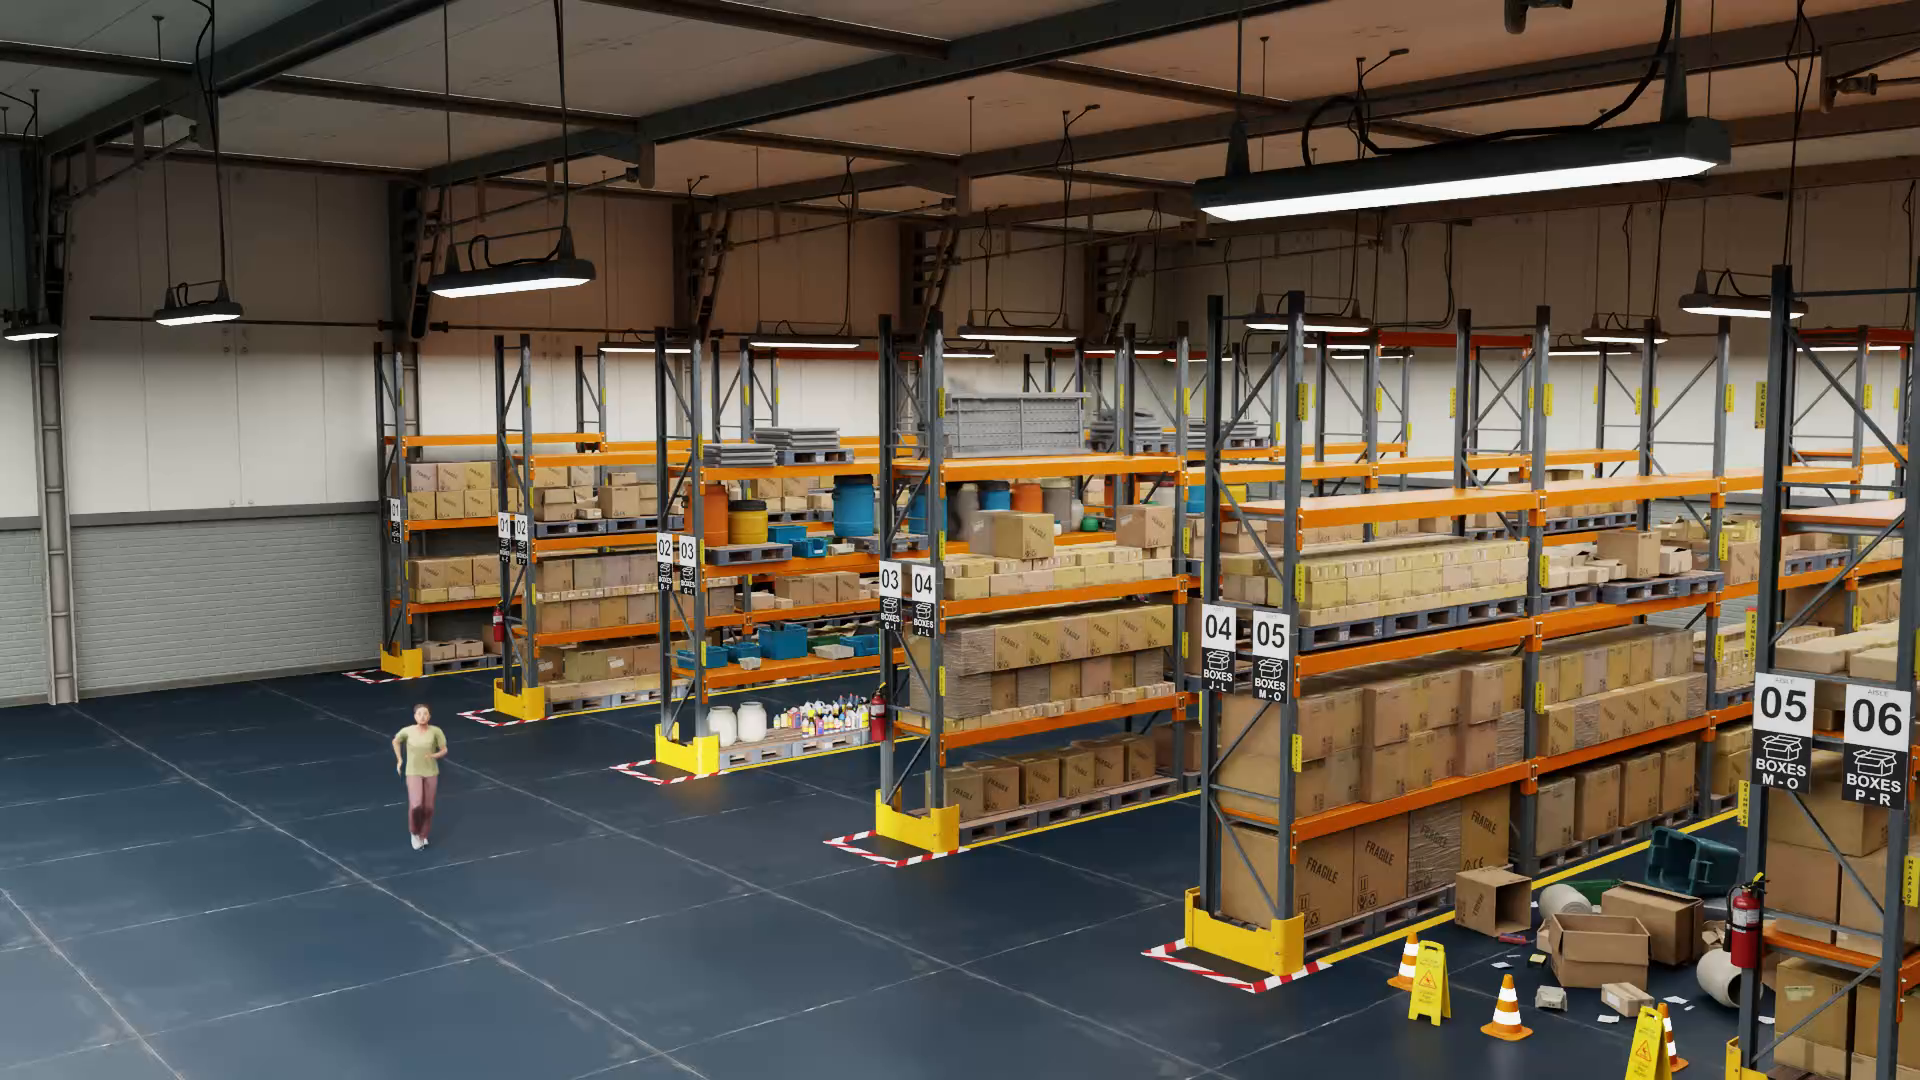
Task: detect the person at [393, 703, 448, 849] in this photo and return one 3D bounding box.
[{"bbox_3d":[-6.008,2.637,18.580,0.564,1.637,0.597,-2,6,-24],"label":"person"}]

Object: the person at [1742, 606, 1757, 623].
[{"bbox_3d":[12.229,1.923,25.690,0.860,1.816,0.667,-4,7,-37],"label":"person"}]
